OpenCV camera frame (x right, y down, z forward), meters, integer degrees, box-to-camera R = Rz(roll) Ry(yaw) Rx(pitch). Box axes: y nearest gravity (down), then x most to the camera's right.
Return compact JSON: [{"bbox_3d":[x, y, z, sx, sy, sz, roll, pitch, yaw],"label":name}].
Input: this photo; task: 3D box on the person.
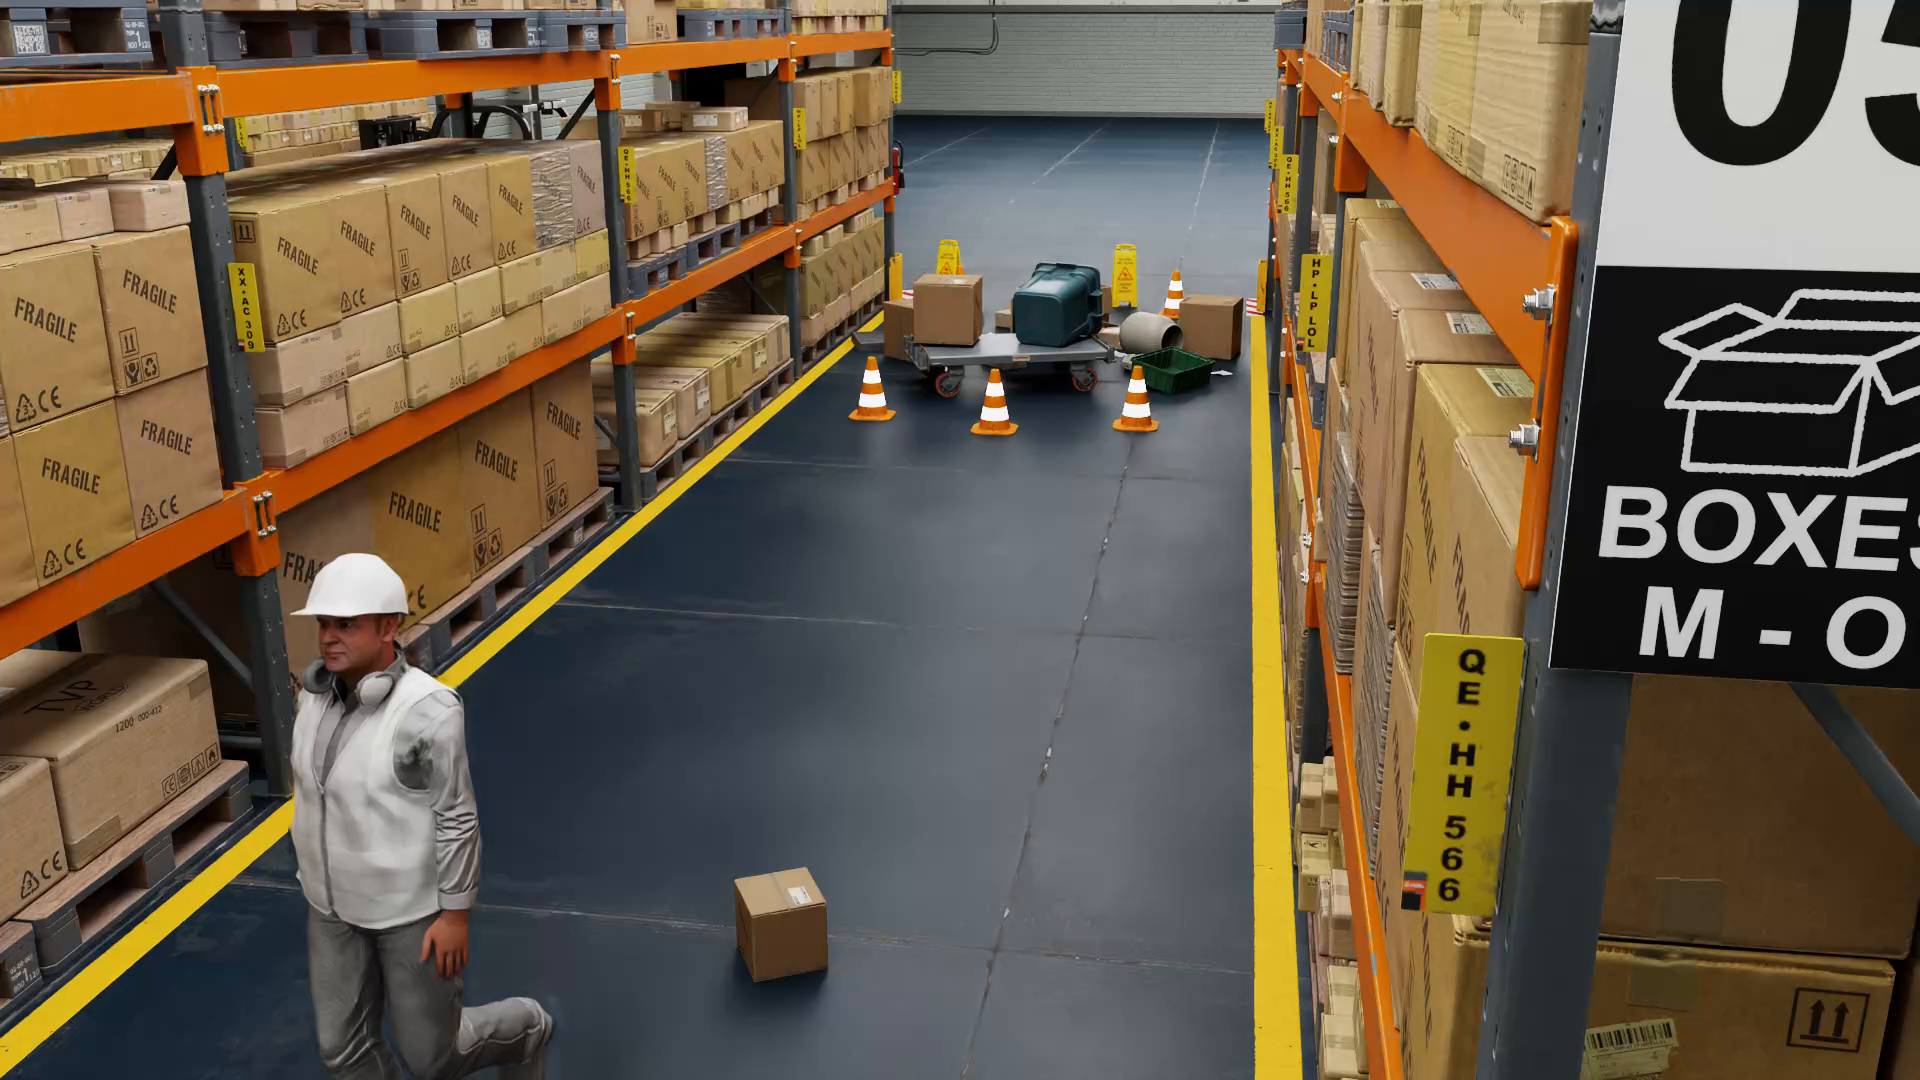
[{"bbox_3d":[-1.416,0.868,4.261,0.544,1.754,0.734,9,20,25],"label":"person"}]
